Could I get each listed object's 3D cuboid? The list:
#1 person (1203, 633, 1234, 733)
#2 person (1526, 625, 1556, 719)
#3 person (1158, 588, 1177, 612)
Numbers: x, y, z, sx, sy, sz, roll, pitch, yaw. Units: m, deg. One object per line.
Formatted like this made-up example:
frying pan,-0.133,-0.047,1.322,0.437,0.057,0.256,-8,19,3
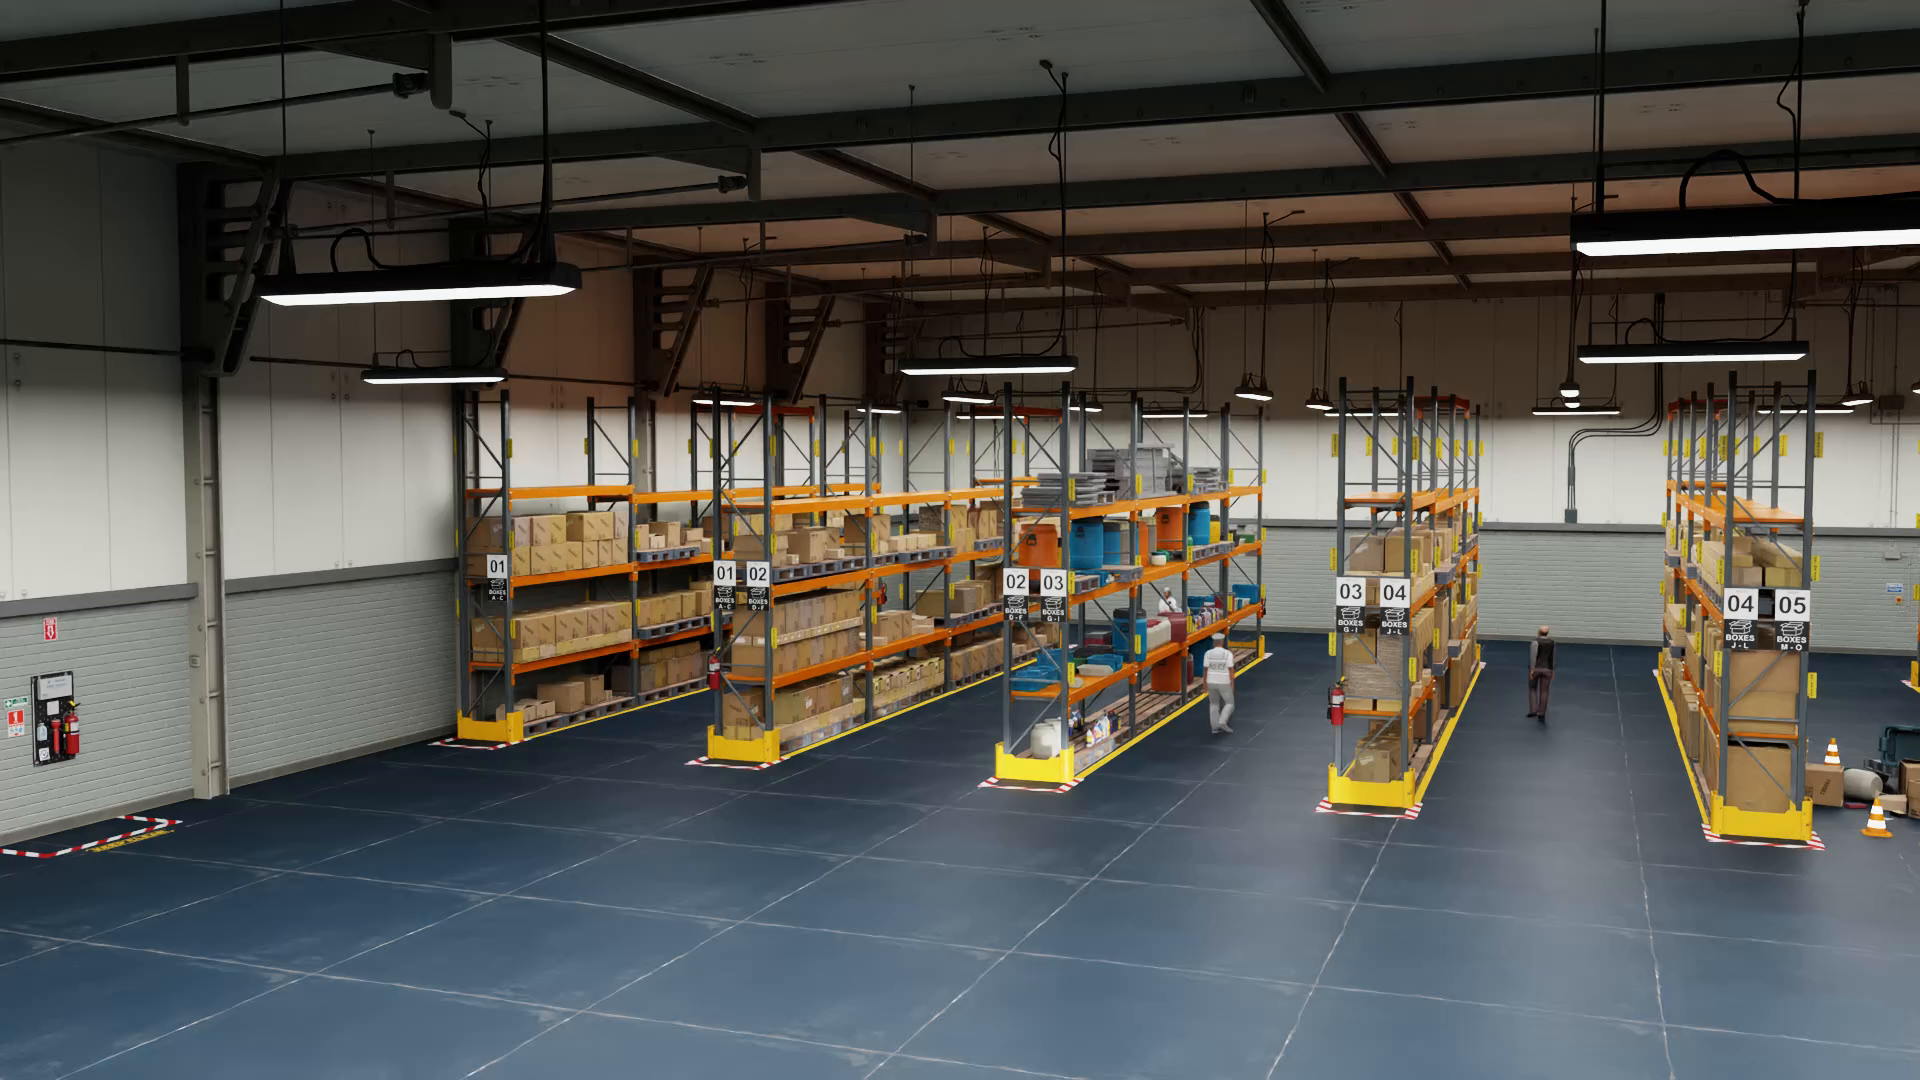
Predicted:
person,4.542,2.520,29.141,0.580,1.760,0.540,2,4,28
person,10.786,2.474,30.804,0.514,1.769,0.613,1,3,15
person,4.999,1.961,40.194,0.508,1.623,0.975,2,4,29
